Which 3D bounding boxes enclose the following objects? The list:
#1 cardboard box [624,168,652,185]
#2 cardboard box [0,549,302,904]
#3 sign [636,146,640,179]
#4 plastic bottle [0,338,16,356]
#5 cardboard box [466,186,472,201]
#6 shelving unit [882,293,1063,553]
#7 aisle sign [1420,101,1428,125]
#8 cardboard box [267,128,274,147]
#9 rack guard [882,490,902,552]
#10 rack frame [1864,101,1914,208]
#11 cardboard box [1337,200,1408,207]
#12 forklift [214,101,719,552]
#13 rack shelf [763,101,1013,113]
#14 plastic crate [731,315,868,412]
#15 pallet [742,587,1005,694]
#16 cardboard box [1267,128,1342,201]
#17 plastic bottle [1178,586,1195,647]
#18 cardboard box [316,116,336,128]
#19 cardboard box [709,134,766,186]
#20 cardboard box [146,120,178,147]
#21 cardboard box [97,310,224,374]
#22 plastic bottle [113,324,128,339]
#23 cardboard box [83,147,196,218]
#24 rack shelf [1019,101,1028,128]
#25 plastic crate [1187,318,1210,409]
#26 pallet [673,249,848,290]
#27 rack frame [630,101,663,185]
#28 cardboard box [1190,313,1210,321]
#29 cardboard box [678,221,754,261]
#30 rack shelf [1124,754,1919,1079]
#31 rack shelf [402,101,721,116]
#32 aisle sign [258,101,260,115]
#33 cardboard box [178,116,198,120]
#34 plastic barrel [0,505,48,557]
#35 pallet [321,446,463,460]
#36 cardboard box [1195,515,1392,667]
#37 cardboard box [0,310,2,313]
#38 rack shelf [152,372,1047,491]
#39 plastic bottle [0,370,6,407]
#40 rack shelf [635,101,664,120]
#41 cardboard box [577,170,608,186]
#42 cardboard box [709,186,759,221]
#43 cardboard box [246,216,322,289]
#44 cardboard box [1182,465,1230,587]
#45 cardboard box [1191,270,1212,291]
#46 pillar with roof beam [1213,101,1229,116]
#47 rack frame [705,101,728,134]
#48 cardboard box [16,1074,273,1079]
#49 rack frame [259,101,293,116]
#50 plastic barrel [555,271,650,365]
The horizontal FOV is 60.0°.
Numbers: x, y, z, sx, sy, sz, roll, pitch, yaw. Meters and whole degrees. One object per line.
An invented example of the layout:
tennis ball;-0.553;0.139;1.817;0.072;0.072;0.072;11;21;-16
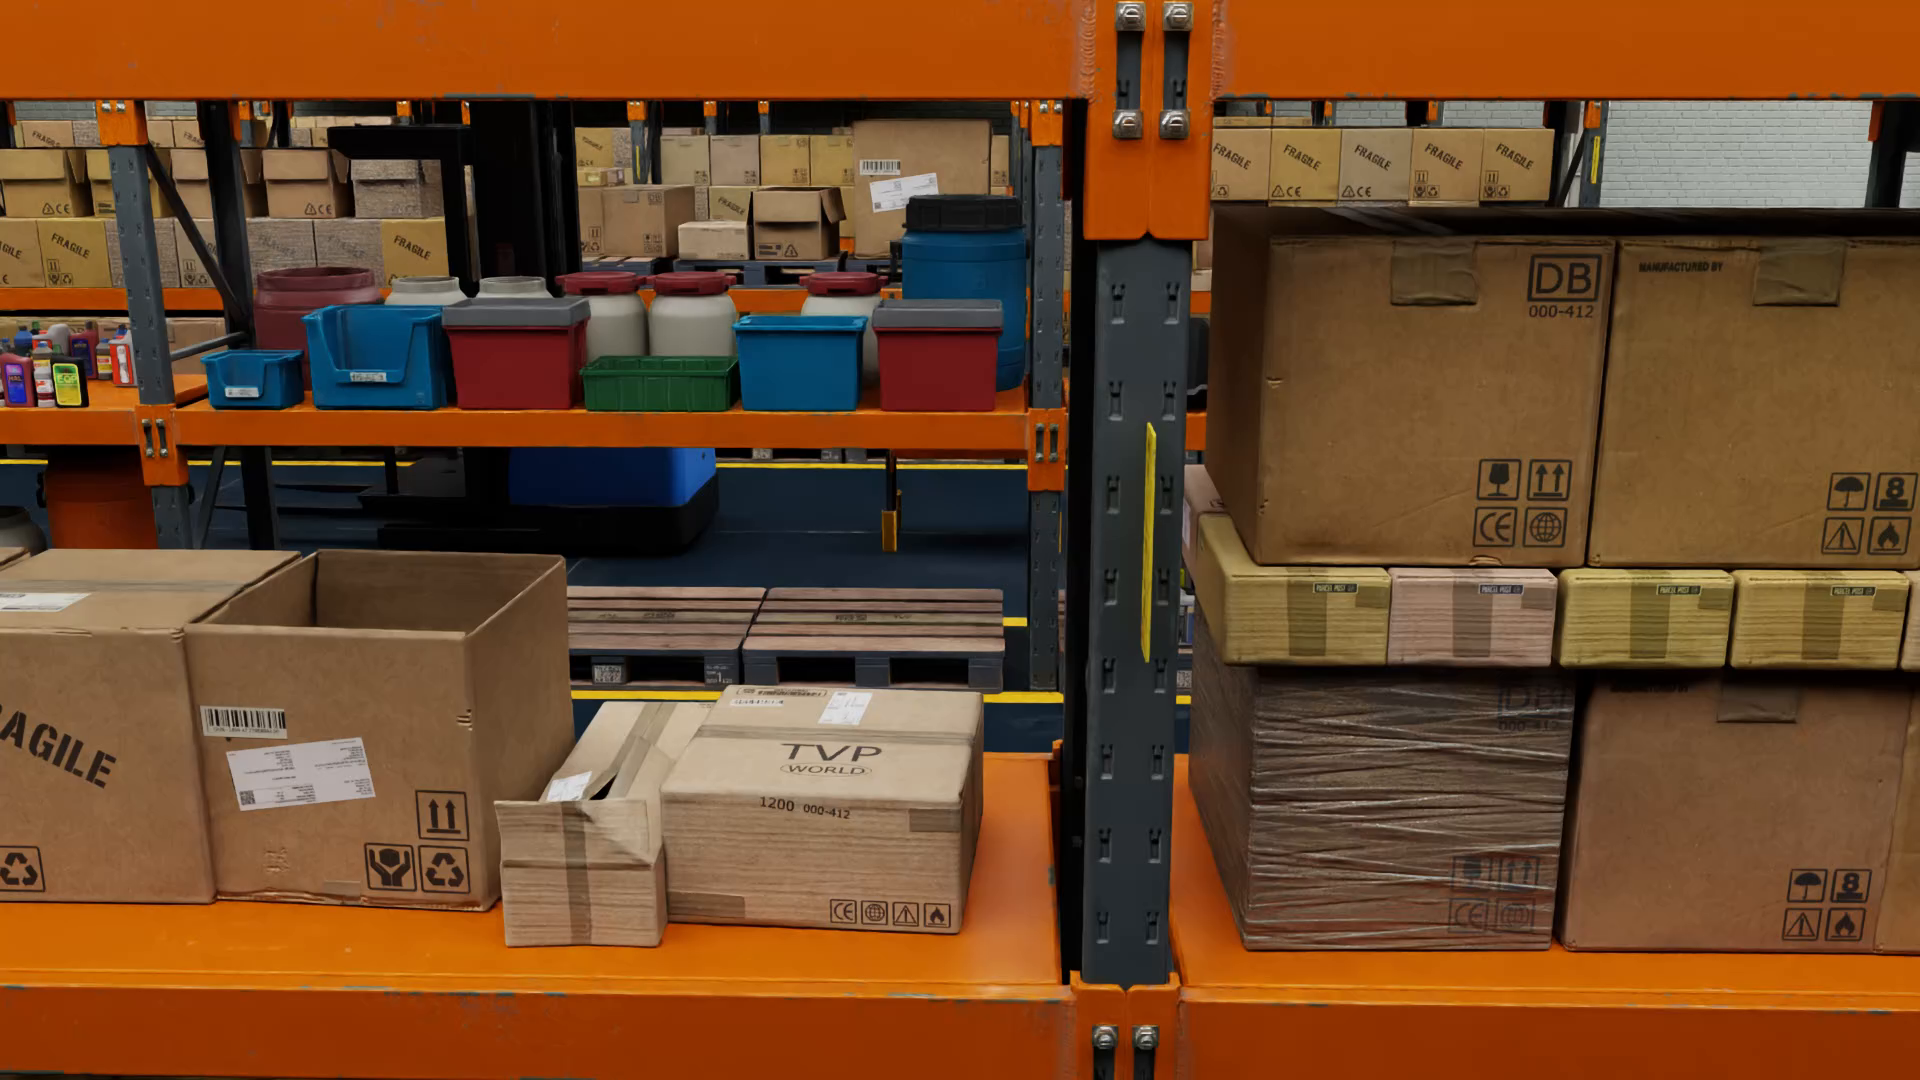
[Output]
cardboard box;-4.224;-4.803;21.979;0.500;0.250;0.500;0;15;0
cardboard box;-1.527;0.322;3.042;0.500;0.500;0.500;0;15;2
sign;-3.251;-3.813;16.798;0.005;0.325;0.100;0;15;1
plastic bottle;-4.736;-0.903;8.274;0.097;0.201;0.097;0;15;0
cardboard box;-5.042;-3.550;17.003;0.250;0.149;0.380;1;15;3
shelving unit;0.076;-0.725;10.147;1.083;1.500;0.587;0;15;1
aisle sign;4.829;-4.711;17.220;0.004;0.787;0.394;0;15;1
cardboard box;-9.216;-5.195;21.995;0.500;0.500;0.500;0;15;2
rack guard;-0.422;-0.124;10.319;0.087;0.250;0.587;0;15;1
rack frame;4.397;-0.851;7.684;0.127;3.000;1.000;0;15;1
cardboard box;2.972;-2.303;12.411;0.500;0.500;0.875;0;15;1
forklift;-3.108;-1.470;10.168;3.031;2.935;1.130;1;15;4
rack shelf;-1.099;-7.048;26.706;4.000;0.370;1.077;0;15;1
plastic crate;-0.713;-0.797;7.511;0.575;0.384;0.392;0;15;1
pallet;-0.388;0.476;8.120;1.213;0.211;1.003;0;15;1
cardboard box;2.468;-2.741;12.110;0.500;0.500;0.500;0;15;1
plastic bottle;1.029;0.337;7.661;0.135;0.276;0.152;1;15;3
cardboard box;-8.299;-5.516;21.940;0.250;0.149;0.380;0;15;1
cardboard box;-2.292;-3.953;17.289;0.500;0.500;0.700;0;15;1
cardboard box;-8.239;-4.068;17.139;0.500;0.500;0.500;0;15;0
cardboard box;-5.939;-1.363;12.967;0.875;0.875;1.225;0;15;-1
plastic bottle;-4.140;-0.933;8.250;0.097;0.271;0.097;0;15;0
cardboard box;-6.148;-2.716;12.591;0.637;0.503;0.797;1;15;2
rack shelf;-1.475;-3.255;12.329;4.000;0.370;1.077;0;15;1
plastic crate;0.918;-0.811;7.655;0.504;0.338;0.767;0;15;1
pallet;-1.494;-2.071;12.684;1.213;0.211;1.003;0;15;1
rack frame;-3.247;-3.430;17.461;0.127;3.000;1.000;0;15;1
cardboard box;2.280;-2.553;17.478;0.875;0.875;0.875;0;15;2
cardboard box;-1.805;-2.227;12.371;0.500;0.250;0.500;0;15;0
rack shelf;2.267;0.747;3.037;4.000;0.370;1.077;0;15;1
rack shelf;-5.220;-5.809;22.006;4.000;0.370;1.077;0;15;1
aisle sign;-11.171;-7.194;26.630;0.004;0.787;0.394;0;15;1
cardboard box;-10.086;-5.506;21.902;0.250;0.149;0.380;0;15;0
plastic barrel;-4.657;0.117;8.068;0.421;0.512;0.421;0;15;0
pallet;-4.260;-0.842;13.117;1.213;0.211;1.003;0;15;1
cardboard box;0.531;0.076;2.705;0.250;0.149;0.380;0;15;1
cardboard box;-8.131;-1.392;13.079;0.875;0.875;0.875;0;15;1
rack shelf;-1.601;-0.542;7.924;4.000;0.370;1.077;0;15;1
plastic bottle;-4.362;-0.707;7.531;0.097;0.201;0.097;0;15;0
rack shelf;-1.247;-4.520;17.120;4.000;0.370;1.077;0;15;1
cardboard box;-3.748;-3.686;16.932;0.250;0.149;0.380;0;15;-1
cardboard box;-2.296;-3.404;17.166;0.500;0.500;0.500;0;15;1
cardboard box;-4.991;-2.161;12.457;0.500;0.500;0.500;0;15;0
cardboard box;0.545;-0.028;3.100;0.250;0.149;0.380;0;15;1
cardboard box;1.731;-1.929;12.265;0.250;0.149;0.380;0;15;1
pillar with roof beam;4.116;-7.944;22.810;0.400;9.000;9.100;0;15;1
rack frame;-3.221;-4.693;22.248;0.127;3.000;1.000;0;15;1
cardboard box;-1.676;1.166;3.508;0.500;0.311;0.500;1;15;3
rack frame;-11.095;-6.011;27.243;0.127;3.000;1.000;0;15;1
plastic barrel;-1.719;-1.012;8.030;0.433;0.535;0.433;0;15;0
